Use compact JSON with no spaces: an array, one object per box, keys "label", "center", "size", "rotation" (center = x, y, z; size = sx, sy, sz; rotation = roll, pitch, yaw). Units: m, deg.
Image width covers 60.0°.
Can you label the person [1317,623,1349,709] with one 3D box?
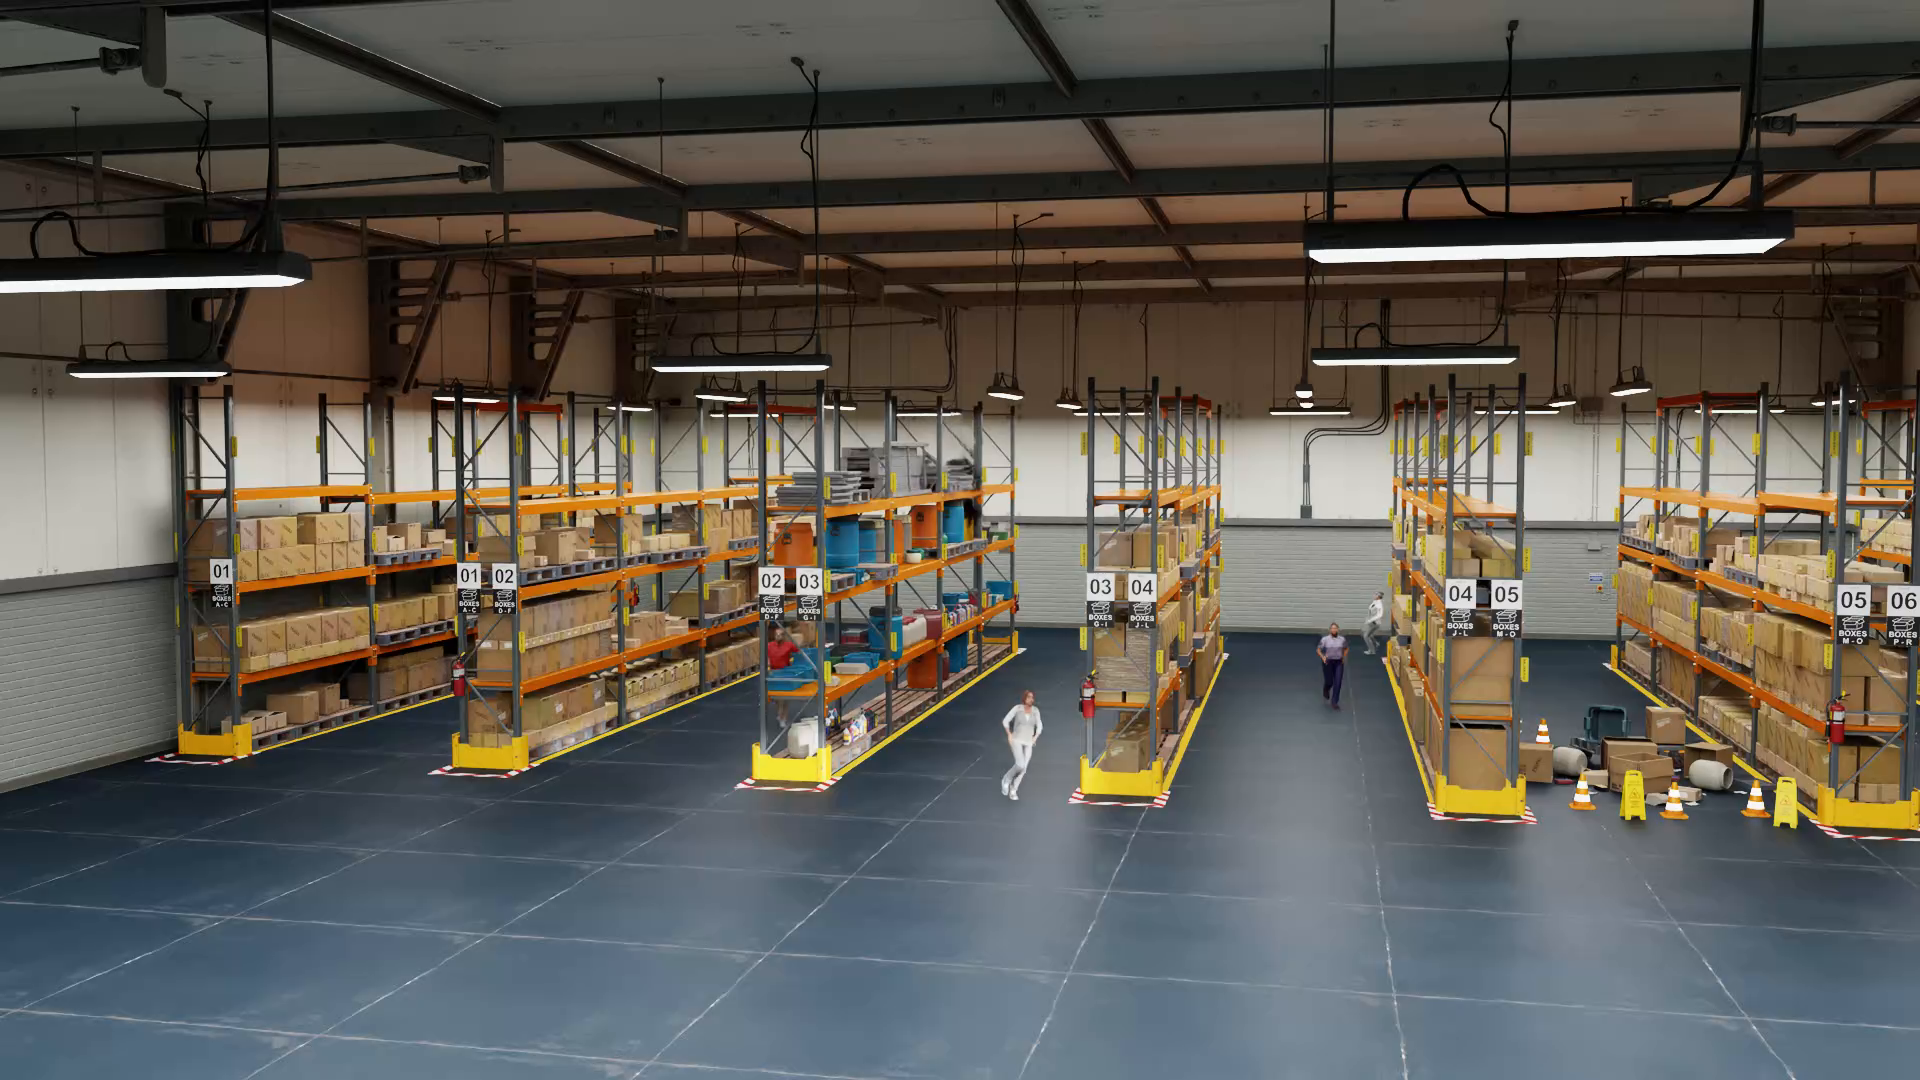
[{"label":"person","center":[7.188,2.403,32.008],"size":[0.625,1.608,0.726],"rotation":[0,3,2]}]

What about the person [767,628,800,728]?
[{"label":"person","center":[-3.255,2.483,29.948],"size":[0.640,1.799,0.801],"rotation":[1,3,10]}]

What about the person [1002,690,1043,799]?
[{"label":"person","center":[0.909,2.908,23.650],"size":[0.575,1.551,0.482],"rotation":[-1,3,-19]}]

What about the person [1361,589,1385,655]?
[{"label":"person","center":[9.902,1.964,39.859],"size":[0.545,1.608,0.650],"rotation":[1,3,9]}]
